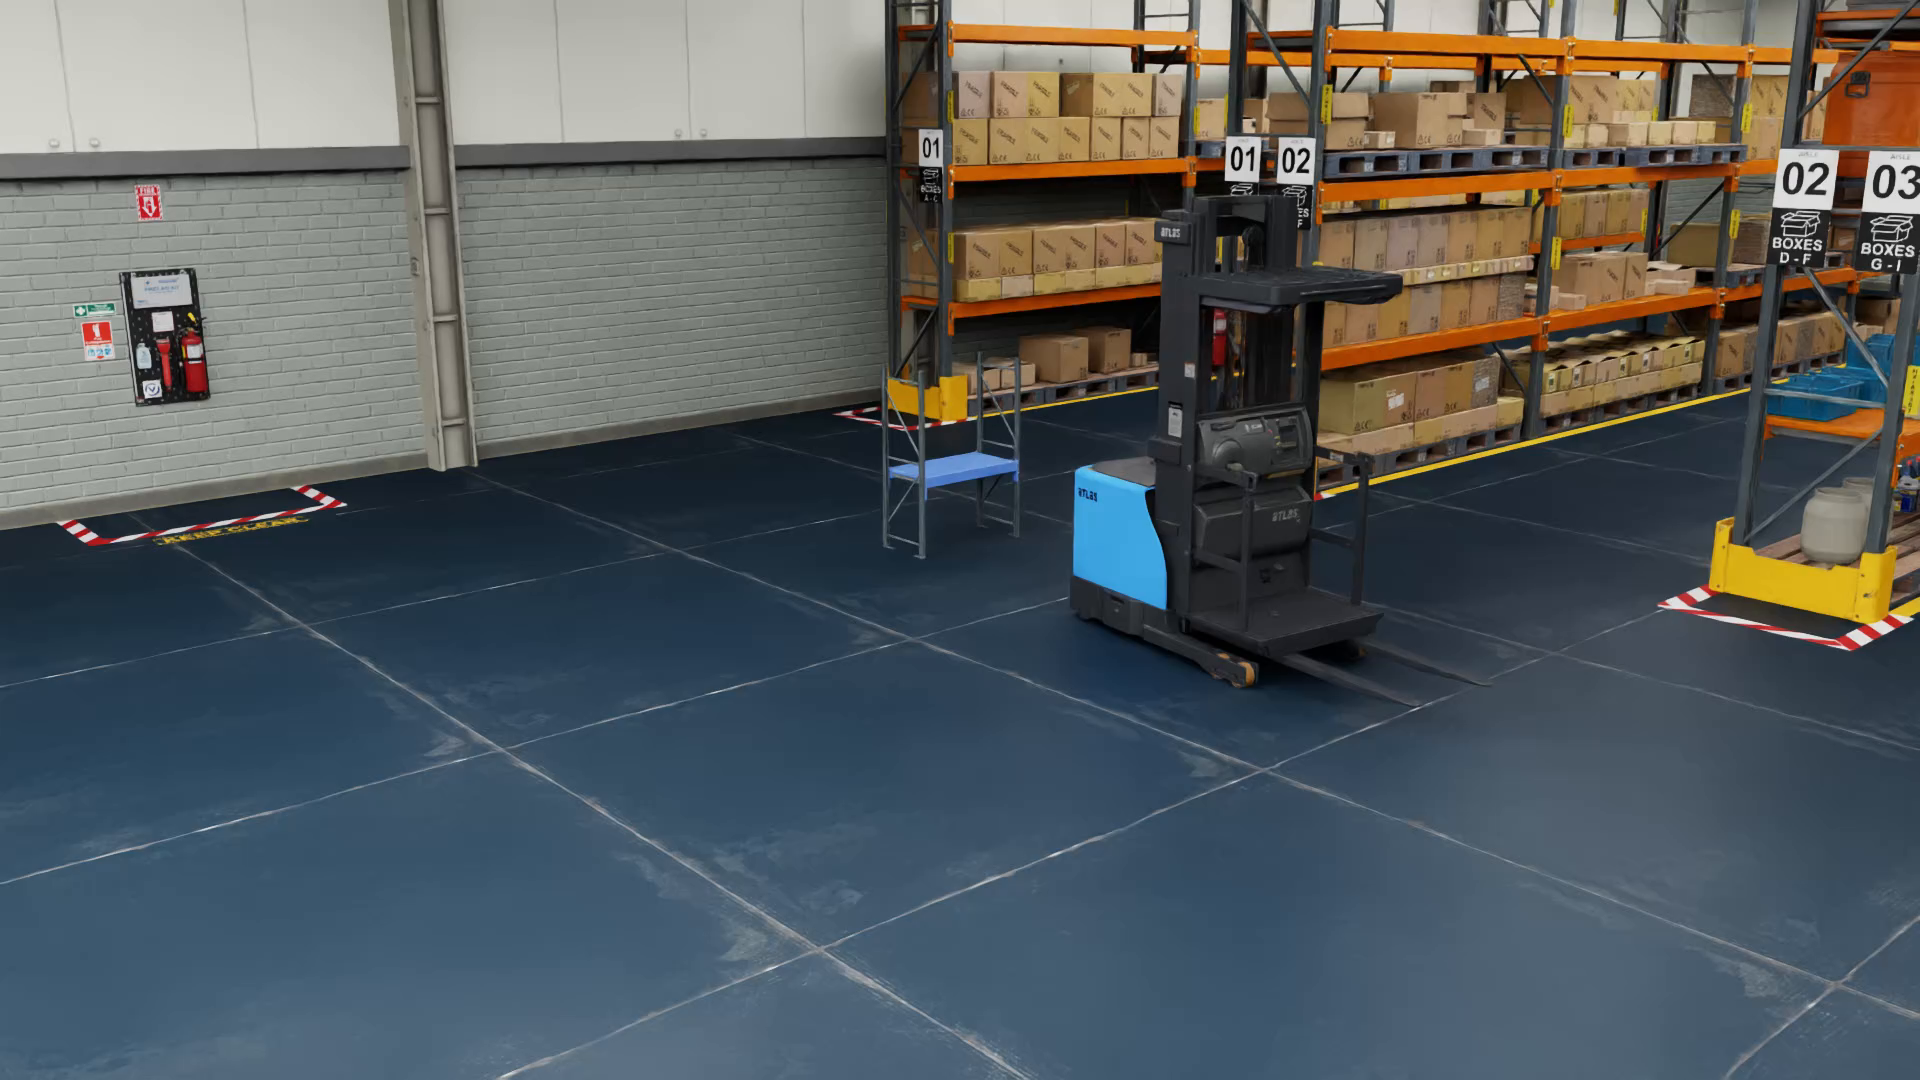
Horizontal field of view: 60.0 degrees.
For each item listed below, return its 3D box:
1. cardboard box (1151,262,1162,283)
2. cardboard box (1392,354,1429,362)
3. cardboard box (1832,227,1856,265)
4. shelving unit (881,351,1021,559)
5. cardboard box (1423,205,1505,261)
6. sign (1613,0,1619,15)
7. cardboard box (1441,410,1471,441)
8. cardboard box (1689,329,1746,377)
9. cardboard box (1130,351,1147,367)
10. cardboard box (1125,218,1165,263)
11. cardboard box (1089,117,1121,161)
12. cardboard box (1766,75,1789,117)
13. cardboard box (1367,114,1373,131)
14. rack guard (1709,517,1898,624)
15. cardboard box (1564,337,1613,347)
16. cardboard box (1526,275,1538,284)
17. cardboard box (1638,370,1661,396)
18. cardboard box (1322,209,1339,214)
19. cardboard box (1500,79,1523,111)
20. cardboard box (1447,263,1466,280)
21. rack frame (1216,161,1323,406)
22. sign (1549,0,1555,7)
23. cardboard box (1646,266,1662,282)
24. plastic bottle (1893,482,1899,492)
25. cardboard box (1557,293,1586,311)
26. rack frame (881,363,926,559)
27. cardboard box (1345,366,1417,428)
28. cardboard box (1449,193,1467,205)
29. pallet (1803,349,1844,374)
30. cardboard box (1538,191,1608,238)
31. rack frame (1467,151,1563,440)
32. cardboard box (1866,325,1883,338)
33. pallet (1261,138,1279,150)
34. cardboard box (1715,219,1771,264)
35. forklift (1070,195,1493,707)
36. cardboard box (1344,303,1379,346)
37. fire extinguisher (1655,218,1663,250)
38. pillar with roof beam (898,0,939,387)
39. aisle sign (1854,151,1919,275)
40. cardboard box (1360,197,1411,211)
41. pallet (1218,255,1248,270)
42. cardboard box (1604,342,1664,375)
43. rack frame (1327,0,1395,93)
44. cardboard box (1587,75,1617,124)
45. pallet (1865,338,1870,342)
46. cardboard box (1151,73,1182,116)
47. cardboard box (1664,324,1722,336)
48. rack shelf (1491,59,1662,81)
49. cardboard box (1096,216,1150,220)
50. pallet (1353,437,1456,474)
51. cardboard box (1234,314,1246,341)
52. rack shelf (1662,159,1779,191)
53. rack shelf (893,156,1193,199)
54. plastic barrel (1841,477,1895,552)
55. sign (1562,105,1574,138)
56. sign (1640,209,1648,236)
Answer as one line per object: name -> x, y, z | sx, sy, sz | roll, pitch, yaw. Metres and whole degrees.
cardboard box -> 2.398, -3.385, 20.860 | 0.500, 0.250, 0.500 | -13, 19, -39
cardboard box -> 4.502, -1.673, 17.261 | 0.500, 0.500, 0.500 | -13, 19, -39
cardboard box -> 12.410, -4.060, 22.942 | 0.500, 0.500, 0.500 | -12, 19, -38
shelving unit -> -0.064, -0.710, 13.502 | 1.048, 1.500, 0.538 | -13, 19, -39
cardboard box -> 5.100, -3.136, 16.969 | 0.500, 0.500, 0.700 | -13, 20, -39
sign -> 11.250, -9.155, 28.469 | 0.005, 0.325, 0.100 | -13, 19, -39
cardboard box -> 4.854, -1.206, 16.966 | 0.500, 0.250, 0.500 | -13, 19, -39
cardboard box -> 9.360, -2.327, 20.640 | 0.500, 0.500, 0.500 | -12, 19, -37
cardboard box -> 2.173, -2.334, 21.313 | 0.380, 0.166, 0.250 | 13, 20, 40
cardboard box -> 2.403, -3.746, 20.760 | 0.500, 0.500, 0.500 | -13, 20, -39
cardboard box -> 1.555, -4.776, 19.771 | 0.500, 0.500, 0.500 | -14, 20, -41
cardboard box -> 9.931, -5.527, 20.684 | 0.500, 0.500, 0.500 | -13, 19, -39
cardboard box -> 3.909, -3.963, 16.047 | 0.500, 0.311, 0.500 | -10, 18, -33
rack guard -> 6.069, 0.205, 12.013 | 0.348, 0.500, 1.175 | -13, 19, -39
cardboard box -> 7.464, -2.238, 19.743 | 0.500, 0.311, 0.500 | -13, 20, -41
cardboard box -> 9.223, -4.044, 27.106 | 0.500, 0.500, 0.700 | -12, 19, -39
cardboard box -> 7.824, -1.866, 19.437 | 0.500, 0.250, 0.500 | -12, 19, -38
cardboard box -> 4.822, -4.344, 23.152 | 0.700, 0.500, 0.500 | 14, 20, 42
cardboard box -> 8.965, -7.096, 26.520 | 0.500, 0.500, 0.500 | -13, 20, -40
cardboard box -> 4.788, -2.682, 16.527 | 0.250, 0.149, 0.380 | -12, 19, -38
rack frame -> 2.794, -1.945, 15.220 | 0.127, 3.000, 1.000 | -13, 19, -39
sign -> 8.957, -8.226, 25.146 | 0.005, 0.325, 0.100 | -13, 19, -39
cardboard box -> 8.027, -3.144, 19.879 | 0.500, 0.311, 0.500 | -13, 20, -40
plastic bottle -> 7.716, -0.431, 13.831 | 0.185, 0.351, 0.144 | -13, 20, -40
cardboard box -> 6.614, -2.612, 18.202 | 0.250, 0.149, 0.380 | -13, 19, -39
rack frame -> -0.448, -0.624, 13.180 | 0.032, 1.500, 0.500 | -13, 19, -39
cardboard box -> 4.089, -1.402, 16.247 | 0.500, 0.500, 0.500 | -13, 19, -39
cardboard box -> 7.246, -5.119, 24.841 | 0.500, 0.250, 0.500 | -13, 20, -40
pallet -> 11.257, -2.486, 22.647 | 1.213, 0.211, 1.003 | -13, 19, -39
cardboard box -> 10.108, -5.423, 27.660 | 0.700, 0.700, 0.980 | -14, 20, -42
rack frame -> 5.811, -2.623, 17.757 | 0.127, 3.000, 1.000 | -13, 19, -39
cardboard box -> 12.951, -2.999, 23.804 | 0.250, 0.166, 0.380 | -13, 19, -39
pallet -> 3.873, -5.205, 21.976 | 1.003, 0.211, 1.213 | -13, 19, -39
cardboard box -> 10.045, -3.798, 21.149 | 0.500, 0.500, 0.700 | -9, 17, -29
forklift -> 2.009, -0.636, 10.450 | 1.130, 2.935, 3.031 | -10, 18, -32
cardboard box -> 3.547, -2.160, 15.830 | 0.500, 0.500, 0.700 | -12, 19, -38
fire extinguisher -> 12.026, -5.338, 28.793 | 0.183, 0.674, 0.296 | -13, 19, -39
pillar with roof beam -> 2.325, -5.256, 15.991 | 0.400, 9.000, 9.100 | -13, 19, -39
aisle sign -> 6.180, -2.167, 11.013 | 0.004, 0.787, 0.394 | -13, 19, -39
cardboard box -> 6.108, -4.860, 23.869 | 0.500, 0.250, 0.500 | -12, 19, -38
pallet -> 4.108, -3.828, 22.641 | 1.213, 0.211, 1.003 | -13, 19, -39
cardboard box -> 7.825, -2.135, 19.358 | 0.500, 0.311, 0.500 | -13, 20, -40
rack frame -> 5.574, -7.163, 23.128 | 0.127, 3.000, 1.000 | -13, 19, -39
cardboard box -> 6.717, -4.763, 17.979 | 0.500, 0.500, 0.500 | -10, 18, -34
pallet -> 12.365, -2.747, 23.625 | 1.213, 0.211, 1.003 | -13, 19, -39
cardboard box -> 2.357, -5.439, 20.318 | 0.500, 0.500, 0.500 | 14, 20, 42
cardboard box -> 9.380, -2.510, 21.324 | 0.500, 0.500, 0.500 | -12, 19, -37
rack shelf -> 10.100, -7.638, 27.077 | 4.000, 0.370, 1.077 | -13, 19, -39
cardboard box -> 2.065, -3.847, 21.139 | 0.500, 0.500, 0.500 | -13, 20, -41
pallet -> 4.263, -0.941, 16.865 | 1.213, 0.211, 1.003 | -13, 19, -39
cardboard box -> 3.458, -2.817, 22.474 | 0.500, 0.500, 0.700 | -13, 20, -40
rack shelf -> 10.337, -4.741, 21.268 | 4.000, 0.370, 1.077 | -13, 19, -39
rack shelf -> 1.048, -4.349, 19.802 | 4.000, 0.370, 1.077 | -13, 19, -39
plastic barrel -> 6.867, -0.193, 12.665 | 0.421, 0.512, 0.421 | 0, 15, 0
sign -> 6.177, -4.252, 16.889 | 0.005, 0.325, 0.100 | -13, 19, -39
sign -> 8.465, -3.926, 20.544 | 0.005, 0.325, 0.100 | -13, 19, -39
